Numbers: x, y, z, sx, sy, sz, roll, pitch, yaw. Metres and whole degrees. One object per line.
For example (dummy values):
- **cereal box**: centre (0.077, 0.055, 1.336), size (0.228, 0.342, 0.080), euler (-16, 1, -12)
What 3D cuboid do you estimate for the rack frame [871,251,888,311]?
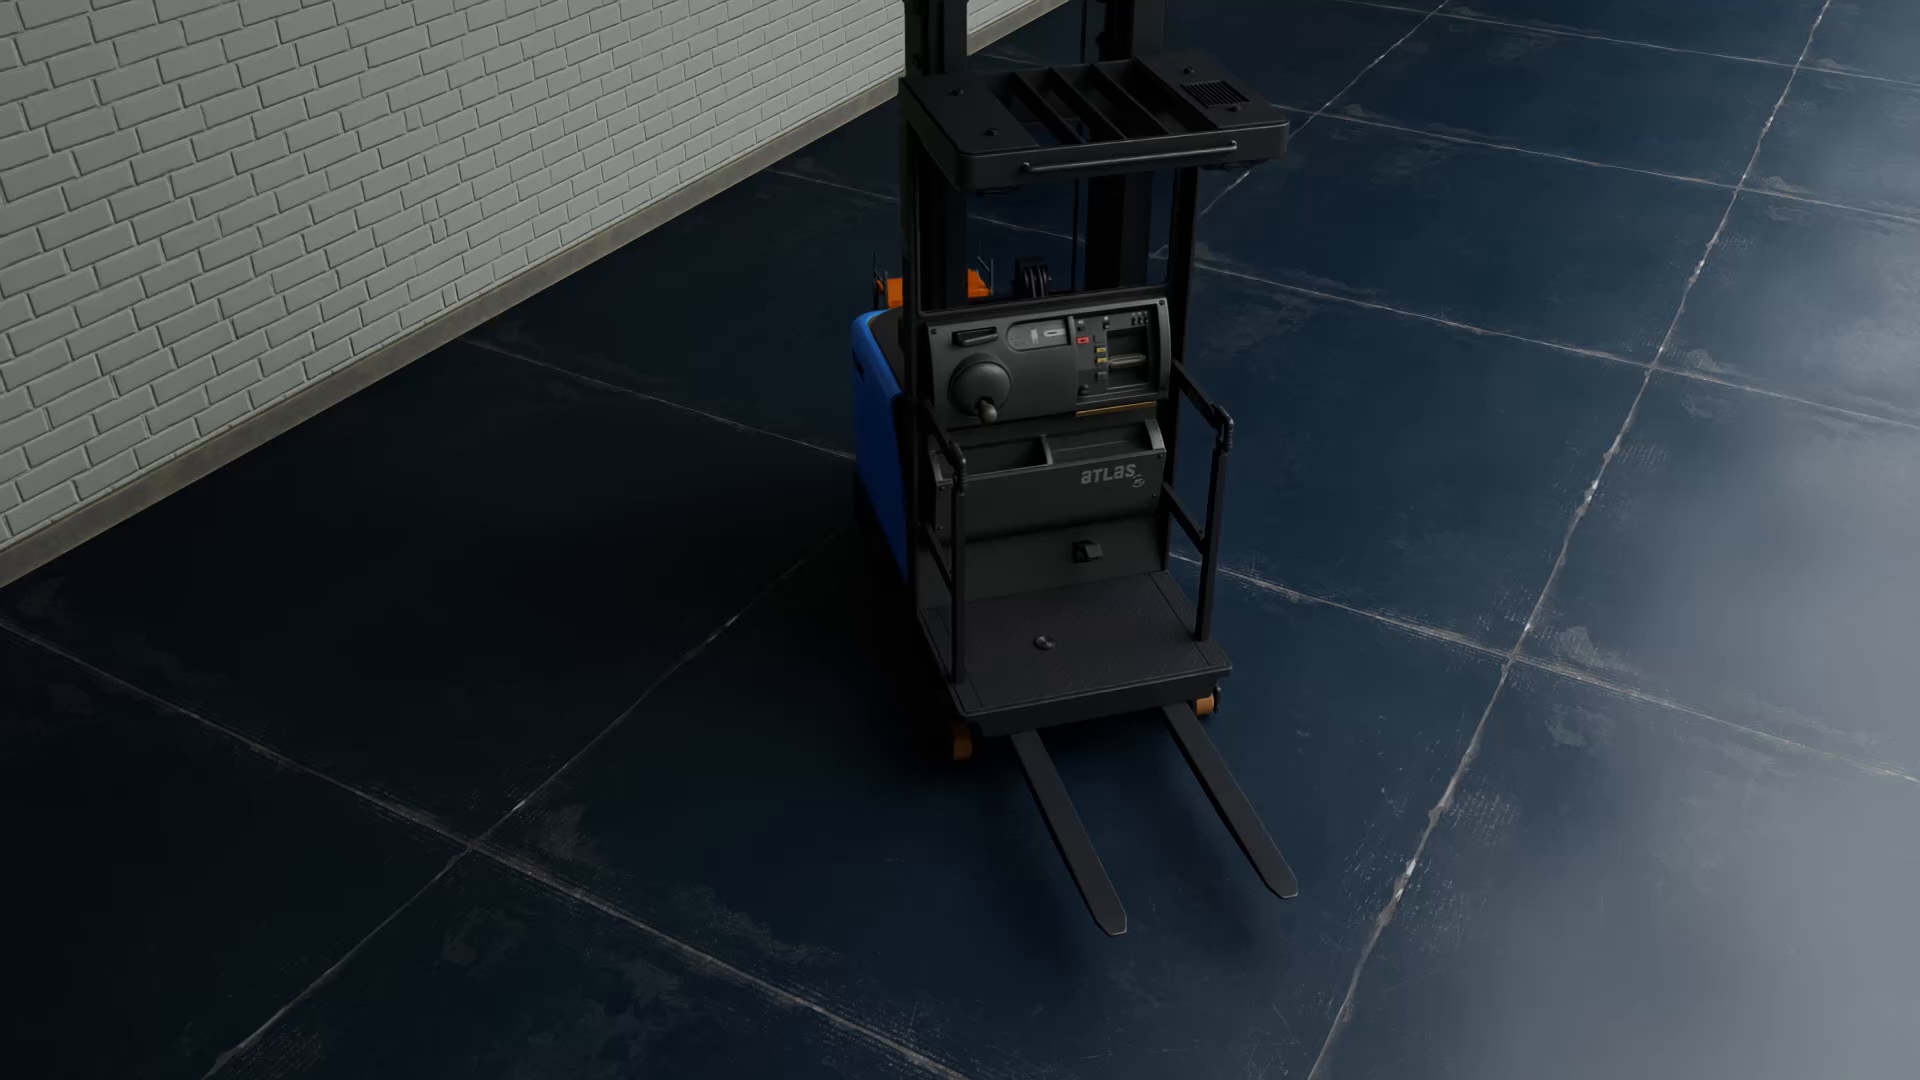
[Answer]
- **rack frame**: centre (-0.356, -0.735, 7.736), size (0.015, 1.200, 0.240), euler (-9, 33, -14)

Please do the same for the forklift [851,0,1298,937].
- **forklift**: centre (0.397, -0.608, 5.989), size (1.130, 2.935, 3.031), euler (-9, 35, -13)

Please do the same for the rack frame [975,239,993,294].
- **rack frame**: centre (0.112, -0.811, 7.850), size (0.015, 1.200, 0.240), euler (-9, 33, -14)

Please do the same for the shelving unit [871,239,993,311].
- **shelving unit**: centre (-0.122, -0.773, 7.793), size (0.503, 1.200, 0.258), euler (-9, 33, -14)

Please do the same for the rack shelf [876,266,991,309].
- **rack shelf**: centre (-0.125, -1.106, 7.584), size (0.480, 0.148, 0.258), euler (-9, 33, -14)
